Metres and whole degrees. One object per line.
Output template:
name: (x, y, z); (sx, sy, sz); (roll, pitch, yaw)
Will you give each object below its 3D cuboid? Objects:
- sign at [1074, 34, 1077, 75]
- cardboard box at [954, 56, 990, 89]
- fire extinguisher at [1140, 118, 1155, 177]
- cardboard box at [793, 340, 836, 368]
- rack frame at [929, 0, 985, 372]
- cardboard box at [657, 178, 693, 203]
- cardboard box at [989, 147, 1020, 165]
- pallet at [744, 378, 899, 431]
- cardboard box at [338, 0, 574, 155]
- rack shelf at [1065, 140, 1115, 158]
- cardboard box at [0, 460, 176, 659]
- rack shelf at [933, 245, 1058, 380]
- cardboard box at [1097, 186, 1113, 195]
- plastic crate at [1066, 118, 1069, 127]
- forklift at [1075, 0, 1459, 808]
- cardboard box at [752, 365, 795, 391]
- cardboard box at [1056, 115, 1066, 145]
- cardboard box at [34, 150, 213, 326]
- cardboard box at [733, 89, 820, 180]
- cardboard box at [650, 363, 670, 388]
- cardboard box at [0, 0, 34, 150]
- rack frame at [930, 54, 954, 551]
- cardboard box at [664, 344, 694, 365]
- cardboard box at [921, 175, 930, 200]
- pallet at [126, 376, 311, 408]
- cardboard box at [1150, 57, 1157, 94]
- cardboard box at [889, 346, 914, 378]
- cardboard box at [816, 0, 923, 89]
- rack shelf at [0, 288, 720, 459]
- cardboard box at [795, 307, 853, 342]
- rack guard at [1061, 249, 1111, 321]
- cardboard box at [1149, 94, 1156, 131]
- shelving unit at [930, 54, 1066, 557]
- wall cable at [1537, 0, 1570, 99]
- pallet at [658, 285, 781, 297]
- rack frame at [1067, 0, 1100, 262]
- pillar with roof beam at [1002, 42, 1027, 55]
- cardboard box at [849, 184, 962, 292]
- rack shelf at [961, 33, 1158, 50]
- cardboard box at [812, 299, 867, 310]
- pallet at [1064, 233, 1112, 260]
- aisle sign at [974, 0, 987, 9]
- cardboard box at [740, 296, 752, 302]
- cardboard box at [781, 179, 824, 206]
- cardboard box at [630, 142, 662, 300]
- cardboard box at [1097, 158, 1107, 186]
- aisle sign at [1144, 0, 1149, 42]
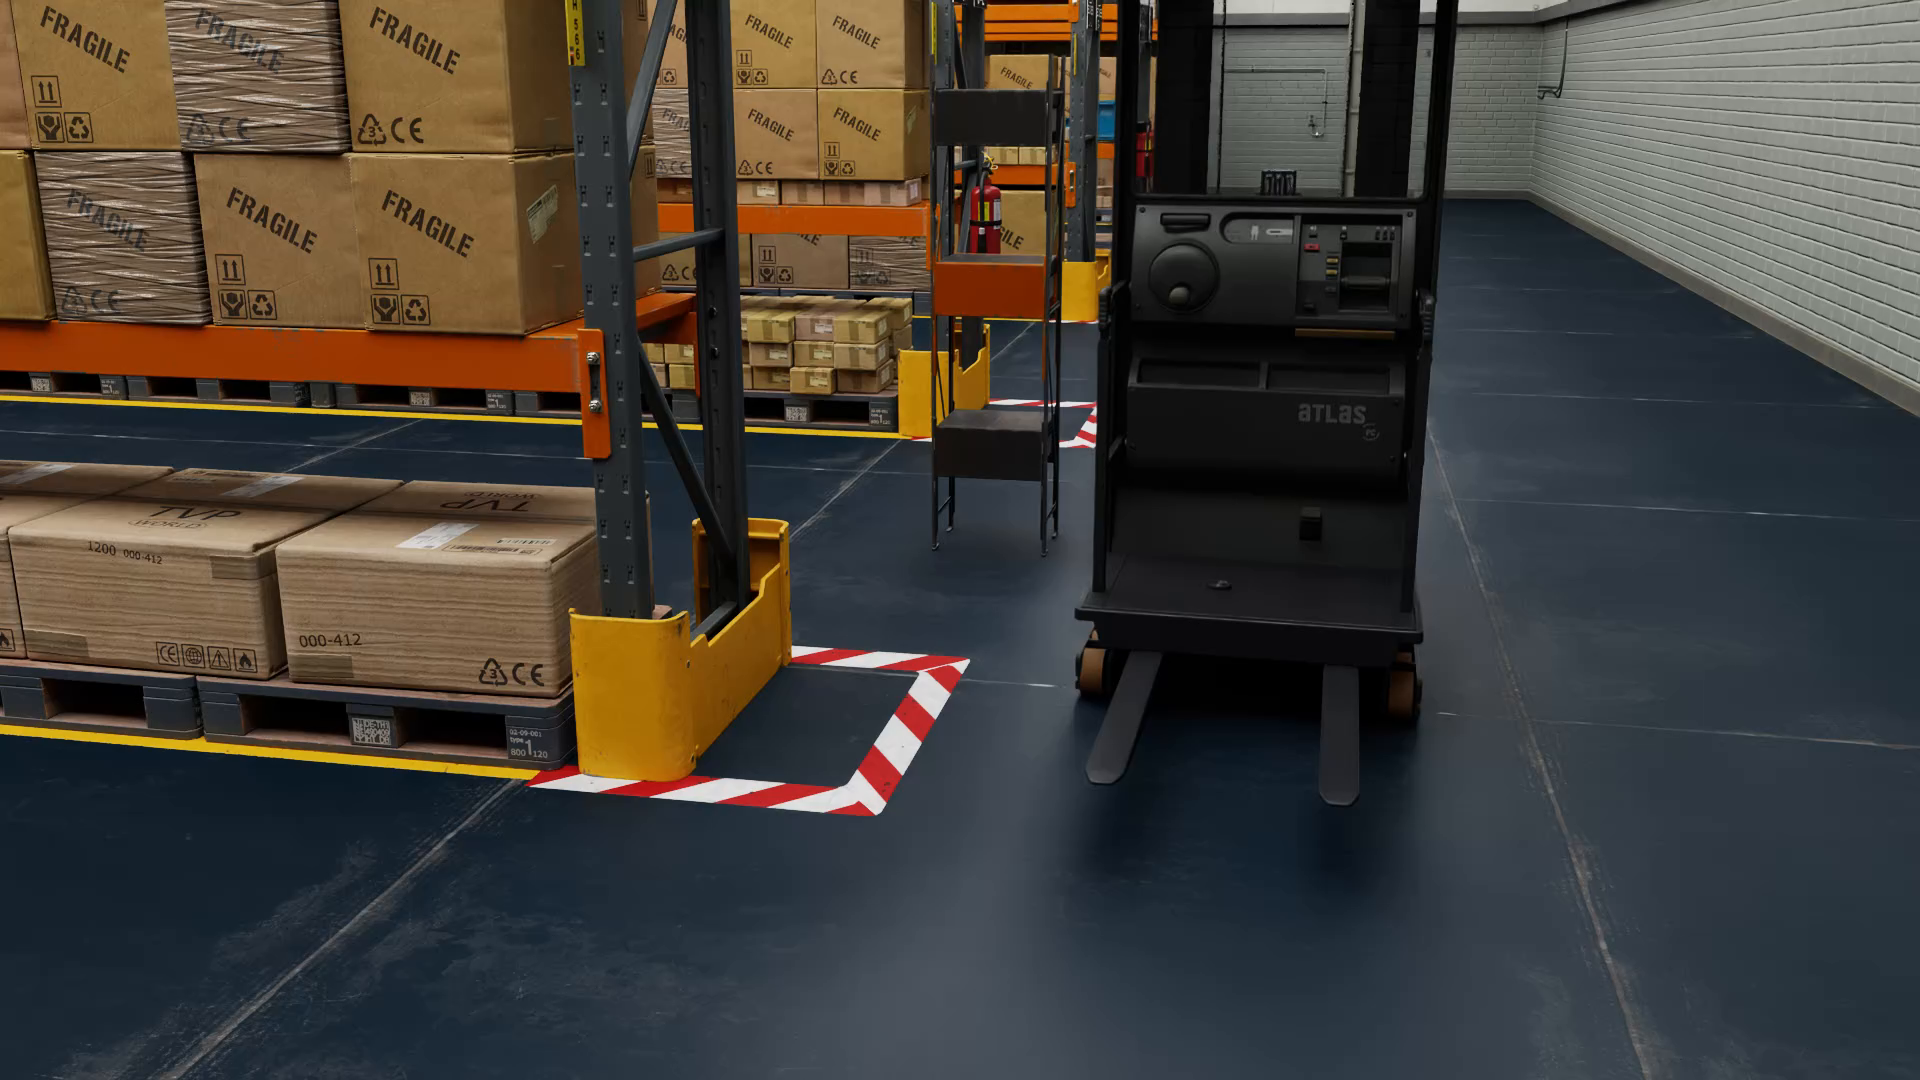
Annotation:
sign: (0.956, -4.013, 13.748); (0.005, 0.325, 0.100); (3, 16, 11)
cardboard box: (0.171, -4.038, 14.768); (0.500, 0.500, 0.500); (3, 16, 10)
fire extinguisher: (2.122, -4.434, 18.724); (0.183, 0.674, 0.296); (3, 16, 11)
cardboard box: (-0.829, -1.143, 9.997); (0.250, 0.149, 0.380); (3, 16, 10)
rack frame: (-0.010, -2.190, 9.780); (0.127, 3.000, 1.000); (3, 16, 11)
cardboard box: (-1.631, -2.104, 9.939); (0.250, 0.149, 0.380); (2, 16, 9)
cardboard box: (0.408, -3.307, 14.284); (0.250, 0.149, 0.380); (3, 16, 12)
pallet: (-0.874, -0.903, 10.356); (1.213, 0.211, 1.003); (3, 16, 11)
cardboard box: (-1.417, -1.383, 4.806); (0.500, 0.500, 0.500); (4, 16, 13)
rack shelf: (0.105, -4.538, 19.602); (4.000, 0.370, 1.077); (3, 16, 11)
cardboard box: (-3.346, 0.039, 5.746); (0.875, 0.438, 0.875); (3, 16, 9)
rack shelf: (0.162, -0.990, 7.184); (0.480, 0.518, 0.431); (3, 16, 11)
cardboard box: (2.089, -5.090, 24.576); (0.500, 0.250, 0.500); (3, 16, 11)
plastic crate: (1.243, -4.860, 19.621); (0.300, 0.233, 0.416); (3, 16, 11)
forklift: (1.003, -0.937, 5.384); (1.130, 2.935, 3.031); (3, 16, 12)
cardboard box: (-1.081, -1.016, 10.094); (0.250, 0.149, 0.380); (3, 16, 11)
cardboard box: (0.661, -3.650, 14.772); (0.500, 0.250, 0.500); (3, 16, 10)
cardboard box: (-2.418, -0.950, 5.115); (0.500, 0.500, 0.500); (4, 16, 13)
cardboard box: (-1.005, -2.367, 9.674); (0.500, 0.500, 0.500); (3, 16, 10)
cardboard box: (-1.852, -1.043, 10.190); (0.250, 0.149, 0.380); (3, 16, 12)
cardboard box: (-2.912, -1.458, 5.075); (0.500, 0.500, 0.500); (3, 16, 11)
rack frame: (-0.077, -1.016, 7.227); (0.015, 2.100, 0.400); (3, 16, 11)
cardboard box: (-1.604, -1.167, 10.082); (0.250, 0.149, 0.380); (3, 16, 12)
cardboard box: (-0.262, -2.172, 10.185); (0.250, 0.149, 0.380); (3, 16, 11)
pallet: (-4.693, -1.100, 11.068); (1.213, 0.211, 1.003); (3, 16, 11)
cardboard box: (2.564, -6.555, 23.478); (0.500, 0.500, 0.500); (3, 16, 11)
cardboard box: (-0.460, -1.130, 10.507); (0.250, 0.149, 0.380); (3, 16, 12)
cardboard box: (-0.508, -2.823, 9.446); (0.500, 0.500, 0.500); (3, 16, 10)
rack shelf: (-2.857, -0.650, 5.566); (4.000, 0.370, 1.077); (3, 16, 11)
cardboard box: (-0.814, -1.296, 9.990); (0.250, 0.149, 0.380); (3, 16, 12)
rack guard: (1.101, -2.276, 14.773); (0.348, 0.500, 1.175); (3, 16, 11)
cardboard box: (2.562, -6.074, 23.615); (0.500, 0.500, 0.500); (4, 16, 13)
shelving unit: (0.162, -1.003, 7.180); (0.503, 2.100, 0.431); (3, 16, 11)
wall cable: (9.510, -8.370, 26.668); (0.112, 2.526, 3.097); (3, 16, 11)
pallet: (-2.113, -2.290, 15.365); (1.213, 0.211, 1.003); (3, 16, 11)
rack frame: (1.077, -3.482, 14.444); (0.127, 3.000, 1.000); (3, 16, 11)
pillar with roof beam: (0.119, -9.536, 25.062); (0.400, 9.000, 9.100); (3, 16, 11)
cardboard box: (-0.457, -2.722, 14.894); (0.875, 0.875, 0.875); (3, 16, 11)
rack shelf: (2.079, -8.575, 28.557); (4.000, 0.370, 1.077); (3, 16, 11)
cardboard box: (-0.750, -1.405, 10.385); (0.250, 0.149, 0.380); (3, 16, 12)
pallet: (1.264, -3.488, 19.689); (1.213, 0.211, 1.003); (3, 16, 11)
aisle sign: (0.121, -3.518, 9.702); (0.004, 0.787, 0.394); (3, 16, 11)
cardboard box: (-1.501, -1.461, 10.586); (0.250, 0.149, 0.380); (4, 16, 13)
cardboard box: (-0.871, -2.045, 9.726); (0.250, 0.149, 0.380); (3, 16, 11)
cardboard box: (-1.311, -1.039, 5.435); (0.500, 0.500, 0.500); (3, 16, 11)
cardboard box: (2.349, -6.432, 28.987); (0.500, 0.500, 0.700); (3, 16, 9)
aisle sign: (2.077, -5.950, 18.484); (0.004, 0.787, 0.394); (3, 16, 11)
